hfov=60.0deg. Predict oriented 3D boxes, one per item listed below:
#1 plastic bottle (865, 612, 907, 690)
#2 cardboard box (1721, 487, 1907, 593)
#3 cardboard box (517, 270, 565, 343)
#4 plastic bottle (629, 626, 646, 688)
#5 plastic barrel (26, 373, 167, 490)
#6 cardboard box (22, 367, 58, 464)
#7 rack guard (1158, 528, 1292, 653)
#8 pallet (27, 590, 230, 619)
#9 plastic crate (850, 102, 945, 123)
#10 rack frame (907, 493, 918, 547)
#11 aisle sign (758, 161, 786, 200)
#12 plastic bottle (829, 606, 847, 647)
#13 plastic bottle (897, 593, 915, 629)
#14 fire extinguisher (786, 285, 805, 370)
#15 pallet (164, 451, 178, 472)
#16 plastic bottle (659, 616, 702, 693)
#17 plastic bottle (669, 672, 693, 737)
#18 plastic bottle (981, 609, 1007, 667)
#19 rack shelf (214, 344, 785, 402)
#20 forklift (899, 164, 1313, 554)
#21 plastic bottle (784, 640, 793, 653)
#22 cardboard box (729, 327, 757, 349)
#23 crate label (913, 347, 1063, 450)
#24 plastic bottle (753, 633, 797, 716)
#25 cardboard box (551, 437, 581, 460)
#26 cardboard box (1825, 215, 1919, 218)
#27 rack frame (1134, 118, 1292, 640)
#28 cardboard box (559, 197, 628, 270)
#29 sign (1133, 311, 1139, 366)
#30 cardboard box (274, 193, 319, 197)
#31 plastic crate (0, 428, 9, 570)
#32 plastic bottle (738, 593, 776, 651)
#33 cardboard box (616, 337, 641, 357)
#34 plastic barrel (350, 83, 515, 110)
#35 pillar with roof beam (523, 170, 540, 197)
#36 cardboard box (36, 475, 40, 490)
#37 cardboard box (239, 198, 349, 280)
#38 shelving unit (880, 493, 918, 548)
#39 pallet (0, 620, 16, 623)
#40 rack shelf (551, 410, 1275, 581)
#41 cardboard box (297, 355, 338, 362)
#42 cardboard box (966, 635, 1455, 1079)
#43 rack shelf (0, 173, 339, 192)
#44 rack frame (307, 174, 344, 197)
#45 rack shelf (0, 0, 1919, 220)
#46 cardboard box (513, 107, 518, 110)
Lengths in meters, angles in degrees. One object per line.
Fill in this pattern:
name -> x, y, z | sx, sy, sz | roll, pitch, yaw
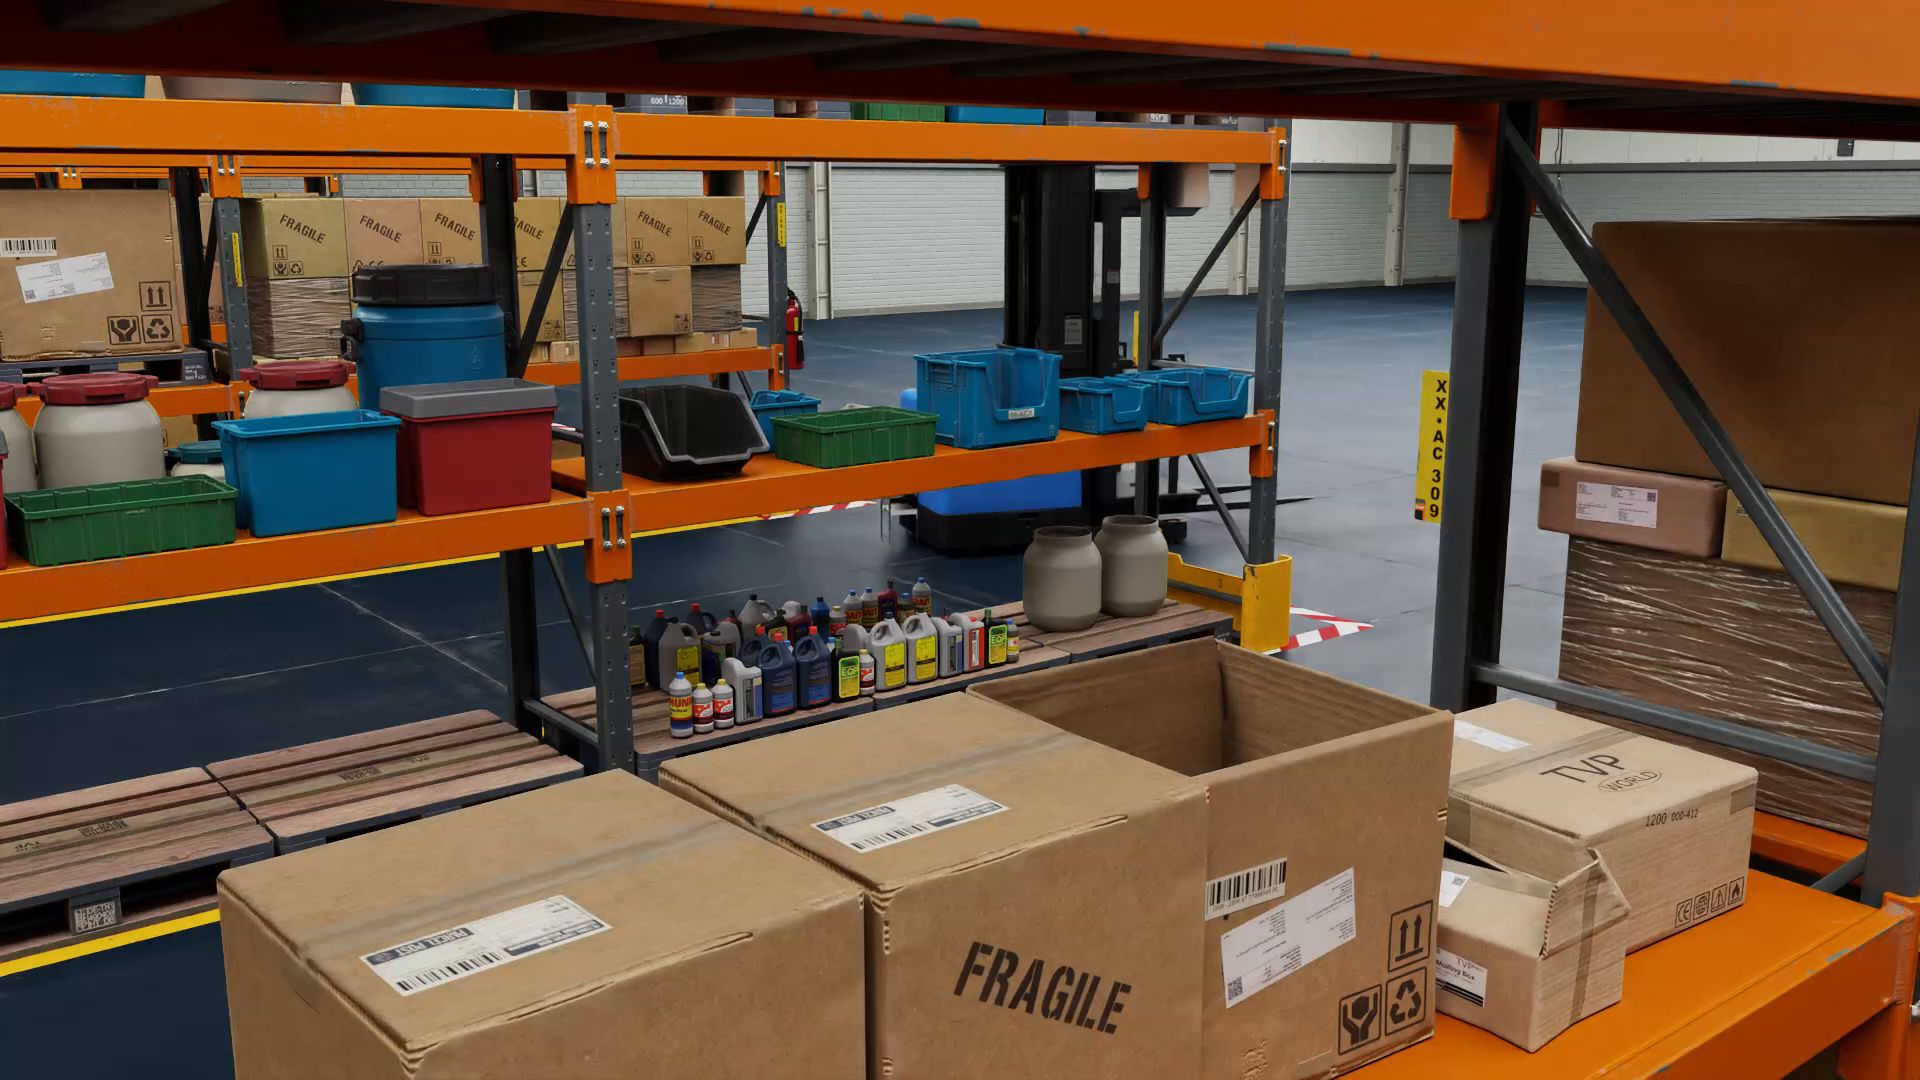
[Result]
plastic bottle -> -0.349, 0.514, 7.804 | 0.185, 0.351, 0.144 | -10, 15, -38
cardboard box -> 1.704, -0.015, 3.176 | 0.250, 0.149, 0.380 | -9, 15, -38
cardboard box -> -3.266, -1.694, 11.928 | 0.500, 0.500, 0.875 | -9, 15, -38
plastic bottle -> -1.548, 0.548, 7.805 | 0.133, 0.283, 0.061 | -9, 15, -35
plastic barrel -> -3.175, -0.332, 6.144 | 0.433, 0.535, 0.433 | 0, 12, 0
cardboard box -> -8.260, -1.080, 14.399 | 0.750, 0.750, 1.050 | -10, 15, -38
rack guard -> 1.375, 0.272, 9.645 | 0.348, 0.500, 1.175 | -9, 15, -38
pallet -> -5.419, 0.213, 10.619 | 1.213, 0.211, 1.003 | -9, 15, -38
plastic crate -> -0.316, -1.974, 7.490 | 0.450, 0.188, 0.336 | -9, 15, -38
rack frame -> -0.341, -0.417, 11.926 | 0.006, 0.900, 0.240 | -4, 13, -18
aisle sign -> -1.453, -3.003, 12.789 | 0.004, 0.787, 0.394 | -9, 15, -38
plastic bottle -> -0.628, 0.440, 8.511 | 0.097, 0.201, 0.097 | 0, 12, 0
plastic bottle -> -0.286, 0.383, 8.779 | 0.097, 0.201, 0.097 | 0, 12, 0
fire extinguisher -> -1.312, -1.674, 12.977 | 0.183, 0.674, 0.296 | -9, 15, -38
pallet -> -7.189, -0.792, 15.351 | 1.213, 0.211, 1.003 | -9, 15, -38
plastic bottle -> -1.305, 0.524, 7.756 | 0.185, 0.351, 0.144 | -9, 15, -38
plastic bottle -> -1.195, 0.700, 7.121 | 0.097, 0.271, 0.097 | 0, 12, 0
plastic bottle -> 0.165, 0.473, 8.161 | 0.133, 0.283, 0.061 | -9, 15, -36
rack shelf -> -3.251, -1.160, 12.103 | 4.000, 0.370, 1.077 | -9, 15, -38
forklift -> 1.124, -1.498, 12.125 | 3.031, 2.935, 1.130 | -4, 13, -18
plastic bottle -> -0.791, 0.594, 7.618 | 0.097, 0.271, 0.097 | 0, 12, 0
cardboard box -> -1.782, -1.578, 12.945 | 0.250, 0.149, 0.380 | -9, 15, -38
crate label -> 0.137, -0.703, 8.132 | 0.616, 0.435, 0.502 | -9, 15, -38
plastic bottle -> -0.829, 0.594, 7.429 | 0.185, 0.351, 0.144 | -9, 15, -36
cardboard box -> -3.133, -0.515, 12.338 | 0.500, 0.500, 0.500 | -8, 14, -32
cardboard box -> 2.501, -0.518, 3.983 | 0.500, 0.500, 0.700 | -9, 15, -38
rack frame -> 1.405, -0.968, 9.467 | 0.127, 3.000, 1.000 | -9, 15, -38
cardboard box -> -2.743, -2.213, 11.967 | 0.500, 0.500, 0.500 | -9, 15, -38
sign -> 1.065, -1.194, 9.862 | 0.005, 0.325, 0.100 | -9, 15, -38
cardboard box -> -8.142, -3.961, 20.196 | 0.500, 0.500, 0.700 | -10, 16, -39
plastic crate -> -3.389, -0.122, 5.326 | 0.583, 0.464, 0.402 | -9, 15, -38
plastic bottle -> -0.993, 0.434, 8.181 | 0.185, 0.351, 0.144 | -10, 15, -38
cardboard box -> -2.567, -1.450, 12.338 | 0.250, 0.149, 0.380 | -9, 15, -38
plastic barrel -> -1.980, -2.061, 6.183 | 0.708, 0.901, 0.600 | -9, 15, -38
pillar with roof beam -> -4.716, -7.254, 24.627 | 0.400, 9.000, 9.100 | -9, 15, -38
cardboard box -> -5.689, -0.110, 10.384 | 0.500, 0.500, 0.700 | -10, 15, -38
cardboard box -> -4.302, -1.953, 10.742 | 0.500, 0.500, 0.500 | -9, 15, -38
shelving unit -> -0.437, -0.410, 11.895 | 0.210, 0.900, 0.258 | -4, 13, -18
pallet -> -6.373, 0.372, 9.869 | 1.213, 0.211, 1.003 | -9, 15, -38
rack shelf -> -0.156, -0.357, 8.320 | 4.000, 0.370, 1.077 | -9, 15, -38
cardboard box -> -4.253, -1.139, 10.877 | 0.250, 0.149, 0.380 | -9, 15, -38
cardboard box -> 0.352, 0.471, 2.448 | 0.500, 0.500, 0.500 | -8, 14, -34
rack shelf -> -9.441, -4.235, 19.361 | 4.000, 0.370, 1.077 | -9, 15, -38
rack frame -> -7.880, -3.379, 20.820 | 0.127, 3.000, 1.000 | -9, 15, -38
rack shelf -> -0.188, -0.501, 1.778 | 4.000, 0.370, 1.077 | -9, 15, -38
cardboard box -> -3.090, -2.865, 11.541 | 0.500, 0.250, 0.500 | -10, 15, -39
